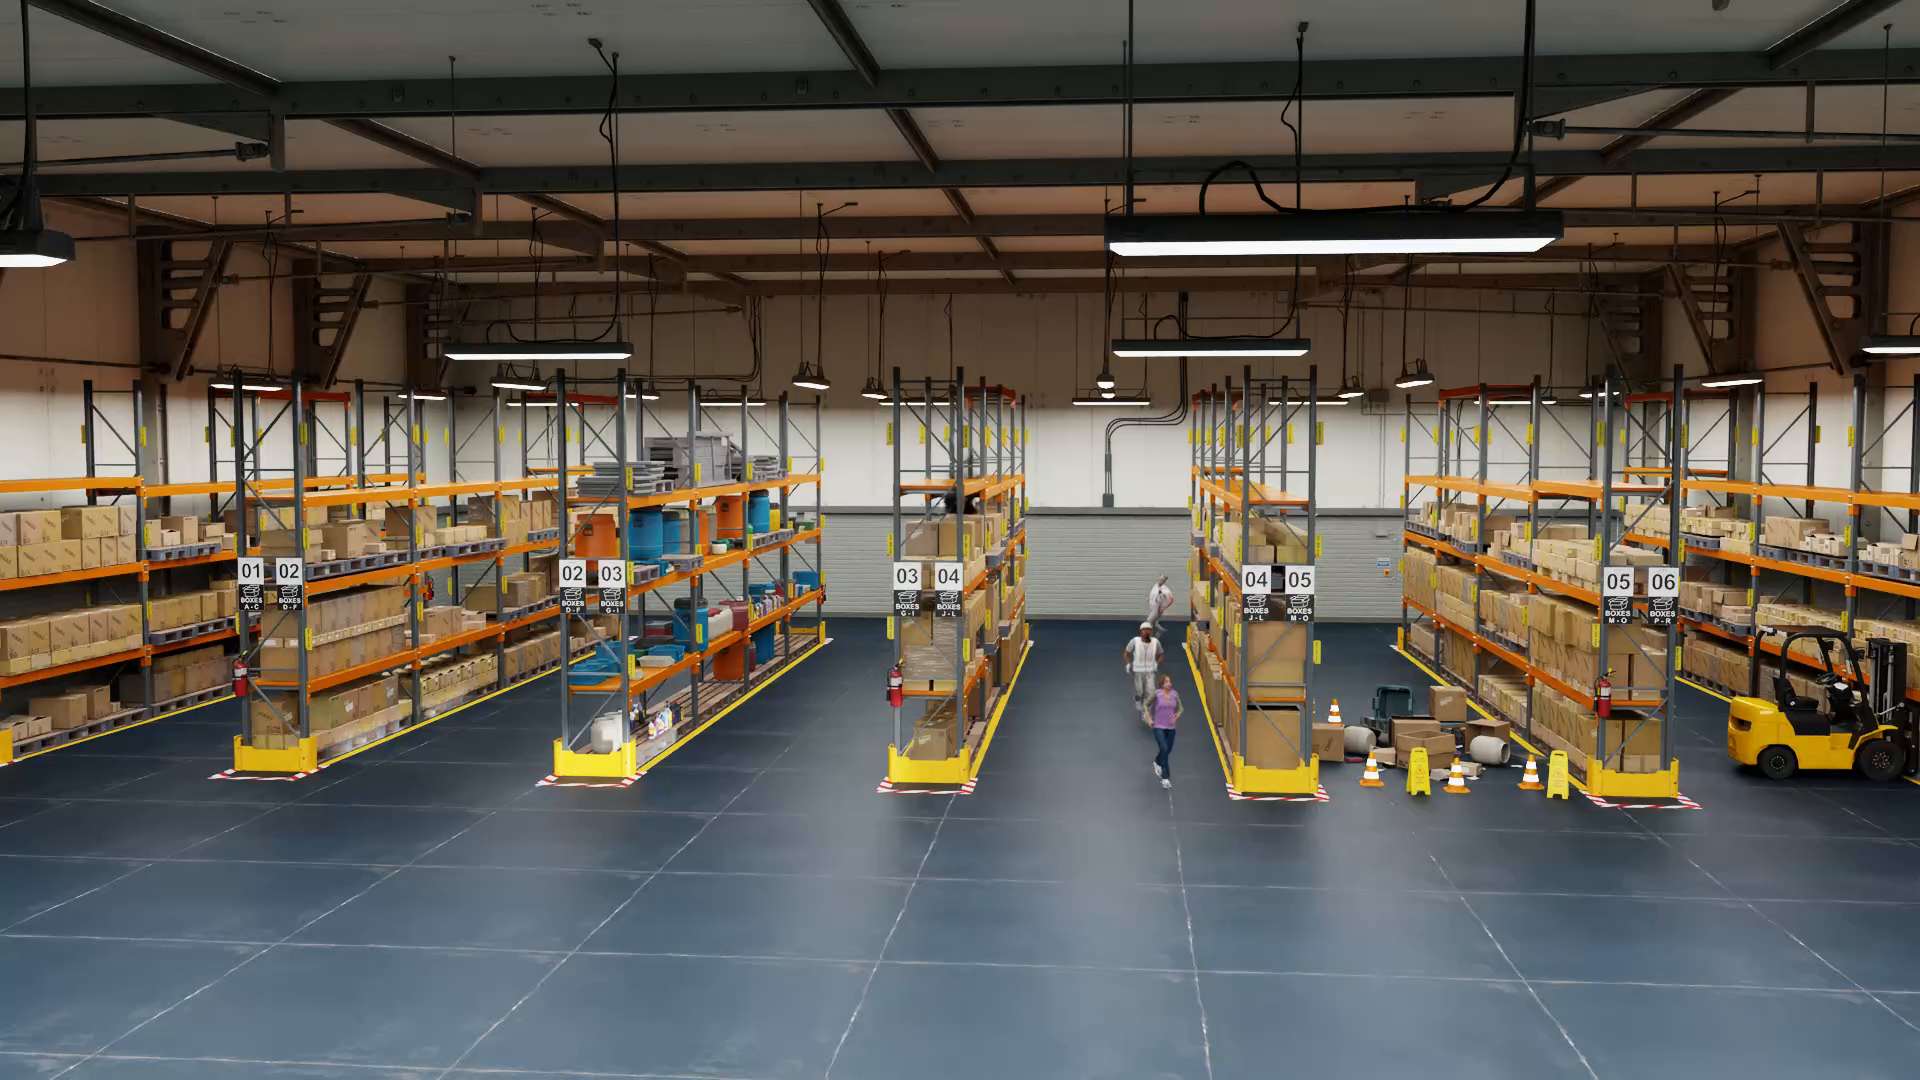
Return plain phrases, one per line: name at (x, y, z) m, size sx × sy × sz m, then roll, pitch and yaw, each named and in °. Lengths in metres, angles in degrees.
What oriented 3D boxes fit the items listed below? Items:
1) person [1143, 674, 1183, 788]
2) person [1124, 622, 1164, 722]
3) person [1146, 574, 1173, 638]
person at (2.936, 2.717, 23.974) m, size 0.559 × 1.599 × 0.783 m, roll -1°, pitch 4°, yaw -15°
person at (3.263, 2.319, 29.393) m, size 0.705 × 1.743 × 0.621 m, roll 0°, pitch 4°, yaw 0°
person at (4.826, 1.649, 40.504) m, size 0.821 × 1.681 × 0.856 m, roll -2°, pitch 4°, yaw -30°
